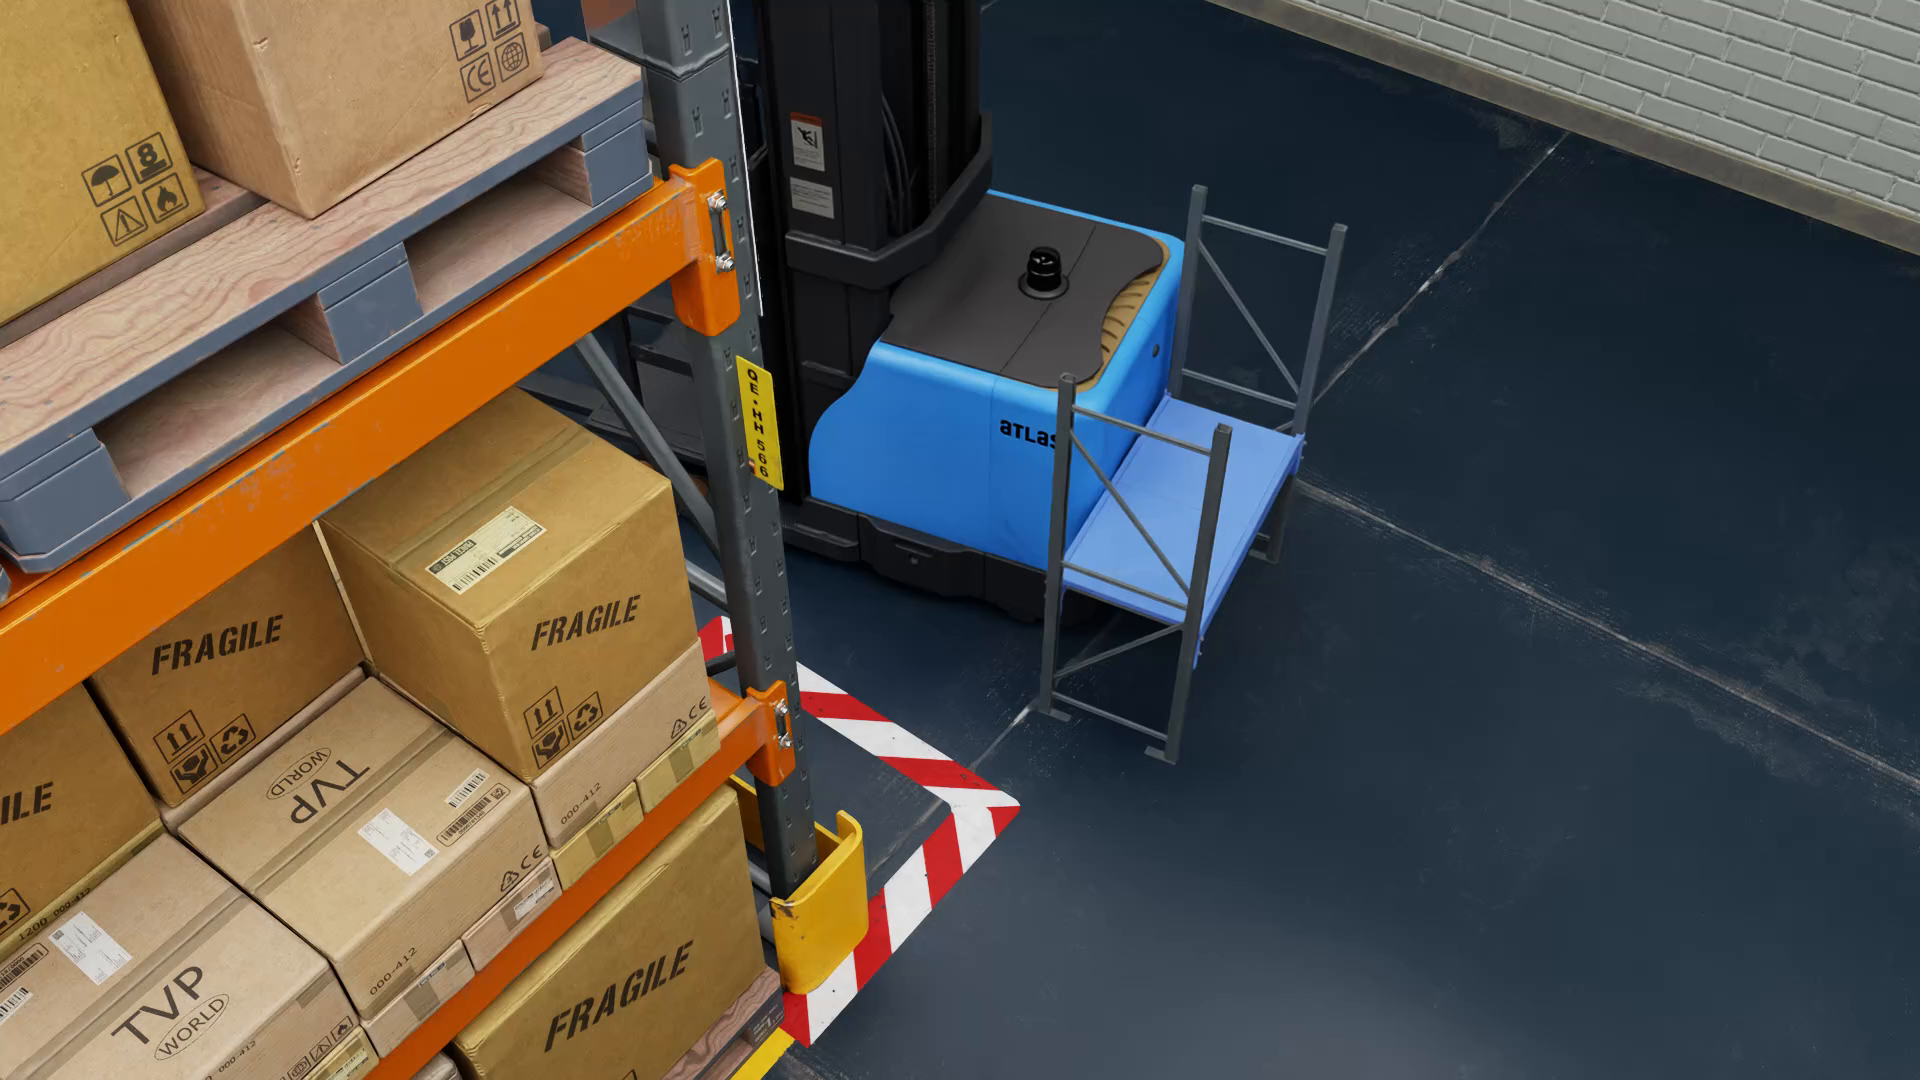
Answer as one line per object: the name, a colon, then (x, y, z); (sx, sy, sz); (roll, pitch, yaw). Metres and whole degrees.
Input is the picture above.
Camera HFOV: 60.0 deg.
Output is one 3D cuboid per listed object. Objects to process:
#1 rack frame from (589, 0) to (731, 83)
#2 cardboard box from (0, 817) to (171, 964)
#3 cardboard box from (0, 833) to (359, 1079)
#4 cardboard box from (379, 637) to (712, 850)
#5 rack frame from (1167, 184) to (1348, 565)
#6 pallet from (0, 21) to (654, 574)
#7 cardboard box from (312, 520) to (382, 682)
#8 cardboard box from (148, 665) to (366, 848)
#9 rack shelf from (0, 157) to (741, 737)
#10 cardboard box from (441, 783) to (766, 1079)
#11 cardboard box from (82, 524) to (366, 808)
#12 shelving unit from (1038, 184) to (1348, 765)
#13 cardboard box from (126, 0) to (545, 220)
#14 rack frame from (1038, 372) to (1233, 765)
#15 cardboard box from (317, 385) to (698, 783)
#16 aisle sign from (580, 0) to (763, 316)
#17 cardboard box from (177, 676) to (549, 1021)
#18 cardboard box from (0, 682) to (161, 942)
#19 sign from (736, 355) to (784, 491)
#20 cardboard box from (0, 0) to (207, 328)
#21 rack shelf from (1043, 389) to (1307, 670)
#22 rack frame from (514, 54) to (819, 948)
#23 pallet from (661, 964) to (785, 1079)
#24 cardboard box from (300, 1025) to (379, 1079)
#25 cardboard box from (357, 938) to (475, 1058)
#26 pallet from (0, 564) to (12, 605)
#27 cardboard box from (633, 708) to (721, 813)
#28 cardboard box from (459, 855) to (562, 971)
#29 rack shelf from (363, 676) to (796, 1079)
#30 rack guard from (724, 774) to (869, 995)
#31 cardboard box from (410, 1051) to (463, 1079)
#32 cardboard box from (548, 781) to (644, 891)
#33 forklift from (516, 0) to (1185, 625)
rack frame: (-0.836, -2.077, 2.011); (1.000, 3.000, 0.127); (29, 53, 25)
cardboard box: (-1.966, 0.686, 3.418); (0.500, 0.250, 0.500); (28, 52, 24)
cardboard box: (-1.544, 0.920, 3.194); (0.500, 0.250, 0.500); (27, 52, 24)
cardboard box: (-0.922, 0.339, 3.750); (0.500, 0.250, 0.500); (28, 53, 24)
rack frame: (0.956, -0.516, 5.704); (0.500, 1.500, 0.032); (20, 50, 18)
pallet: (-1.281, -0.581, 2.718); (1.003, 0.211, 1.213); (29, 53, 25)
cardboard box: (-1.343, 0.100, 3.978); (0.500, 0.250, 0.500); (28, 52, 24)
cardboard box: (-1.655, 0.400, 3.691); (0.500, 0.250, 0.500); (29, 53, 25)
rack shelf: (-2.059, 0.352, 2.262); (1.077, 0.370, 4.000); (29, 53, 25)
cardboard box: (-1.164, 0.986, 4.413); (0.875, 0.875, 0.875); (29, 53, 25)
cardboard box: (-1.649, 0.127, 3.434); (0.500, 0.500, 0.500); (28, 52, 24)
shelving unit: (0.729, -0.187, 5.390); (0.538, 1.500, 1.048); (20, 50, 18)
cardboard box: (-1.111, -0.934, 2.564); (0.700, 0.500, 0.500); (26, 52, 23)
rack frame: (0.501, 0.142, 5.076); (0.500, 1.500, 0.032); (20, 50, 18)
cardboard box: (-0.926, 0.080, 3.478); (0.500, 0.500, 0.500); (30, 53, 25)
aisle sign: (-0.554, -0.811, 3.153); (0.394, 0.787, 0.004); (29, 53, 25)
cardboard box: (-1.233, 0.629, 3.473); (0.500, 0.250, 0.500); (28, 53, 24)
cardboard box: (-1.961, 0.426, 3.148); (0.500, 0.500, 0.500); (28, 52, 24)
sign: (-0.415, -0.239, 3.439); (0.100, 0.325, 0.005); (29, 53, 25)
cardboard box: (-1.551, -0.665, 2.308); (0.700, 0.500, 0.500); (27, 52, 24)
rack shelf: (0.728, -0.063, 5.520); (0.538, 0.185, 1.000); (20, 50, 18)
rack frame: (-0.836, -0.005, 4.180); (1.000, 3.000, 0.127); (29, 53, 25)
pallet: (-1.263, 1.451, 4.718); (1.003, 0.211, 1.213); (29, 53, 25)
cardboard box: (-1.416, 1.016, 3.378); (0.380, 0.149, 0.250); (28, 52, 24)
cardboard box: (-1.259, 0.867, 3.521); (0.380, 0.149, 0.250); (30, 53, 26)
pallet: (-2.027, 0.120, 2.048); (1.003, 0.211, 1.213); (29, 53, 25)
cardboard box: (-0.793, 0.431, 3.937); (0.380, 0.149, 0.250); (30, 53, 26)
cardboard box: (-1.106, 0.725, 3.657); (0.380, 0.149, 0.250); (29, 53, 25)
rack shelf: (-2.059, 1.388, 3.347); (1.077, 0.370, 4.000); (29, 53, 25)
rack guard: (-0.821, 0.845, 5.097); (1.175, 0.500, 0.348); (29, 53, 25)
cardboard box: (-1.720, 1.506, 3.916); (0.875, 0.875, 0.875); (29, 53, 25)
cardboard box: (-0.951, 0.581, 3.794); (0.380, 0.149, 0.250); (30, 53, 25)
forklift: (-0.744, -1.424, 5.583); (3.031, 2.935, 1.130); (18, 49, 16)
